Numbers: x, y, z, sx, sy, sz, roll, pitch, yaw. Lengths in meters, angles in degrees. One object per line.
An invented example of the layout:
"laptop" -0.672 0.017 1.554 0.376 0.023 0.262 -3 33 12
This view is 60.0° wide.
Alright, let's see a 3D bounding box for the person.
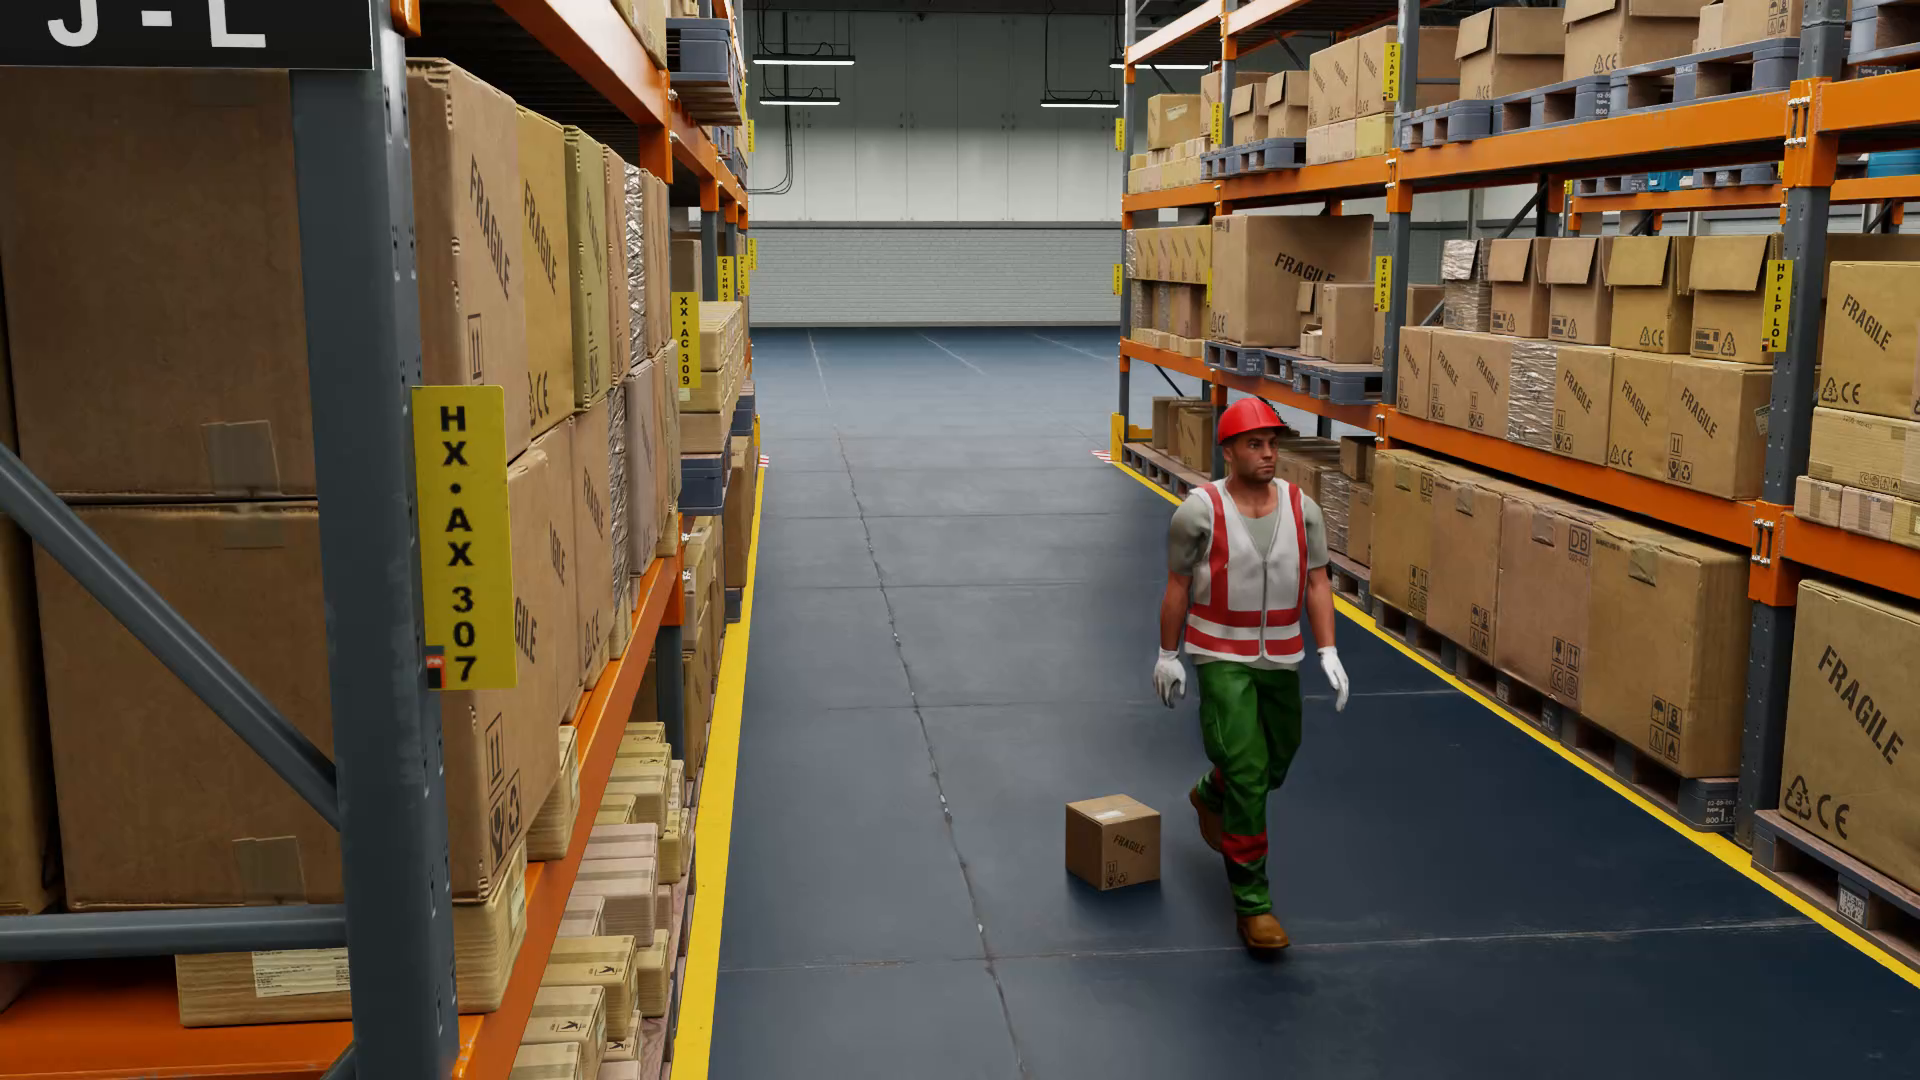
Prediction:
"person" 0.962 0.391 5.578 0.568 1.749 0.952 -3 10 -15
